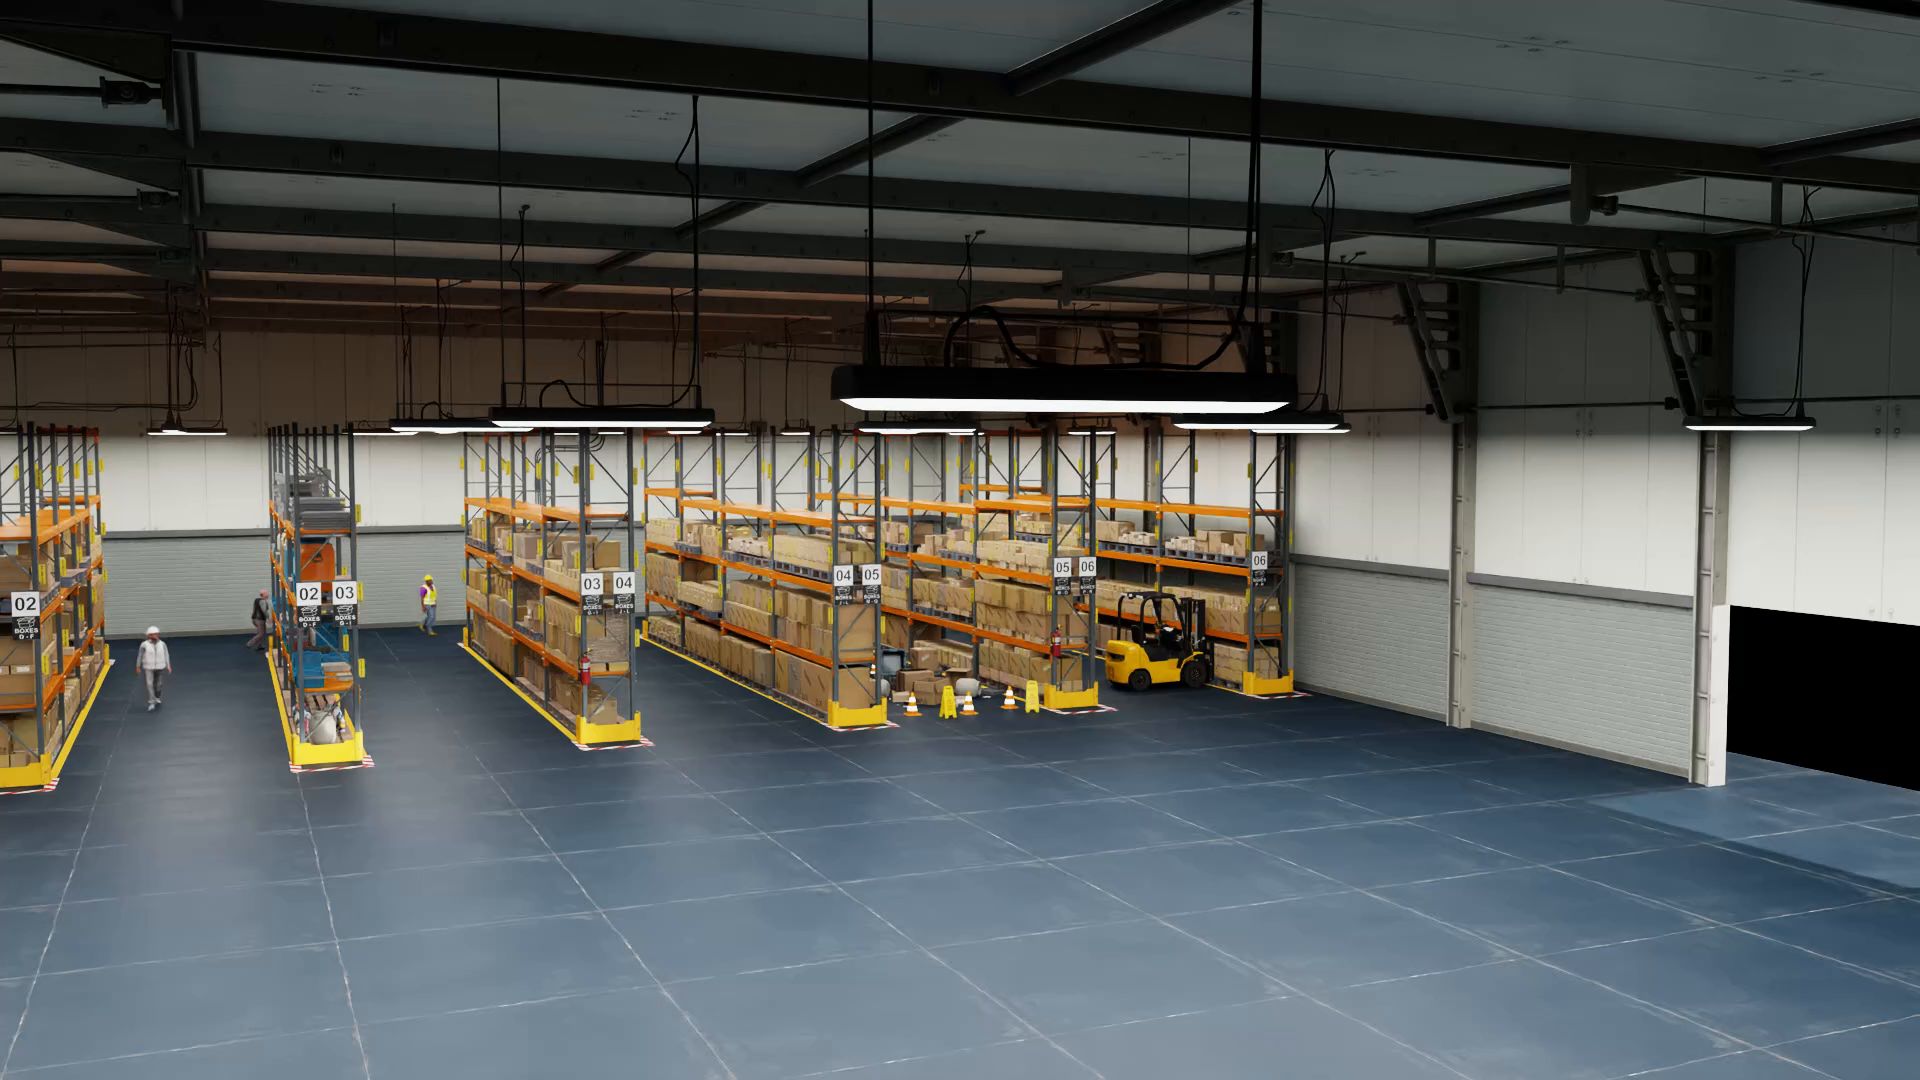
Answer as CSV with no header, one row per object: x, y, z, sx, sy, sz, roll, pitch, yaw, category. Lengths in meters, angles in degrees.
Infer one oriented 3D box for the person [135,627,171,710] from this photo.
-17.091,2.692,35.227,0.648,1.715,1.079,-2,4,-33,person

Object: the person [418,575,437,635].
-15.464,1.885,48.289,0.721,1.752,0.580,1,4,18,person

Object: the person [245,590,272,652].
-18.904,2.171,44.615,0.671,1.652,0.754,3,4,39,person
